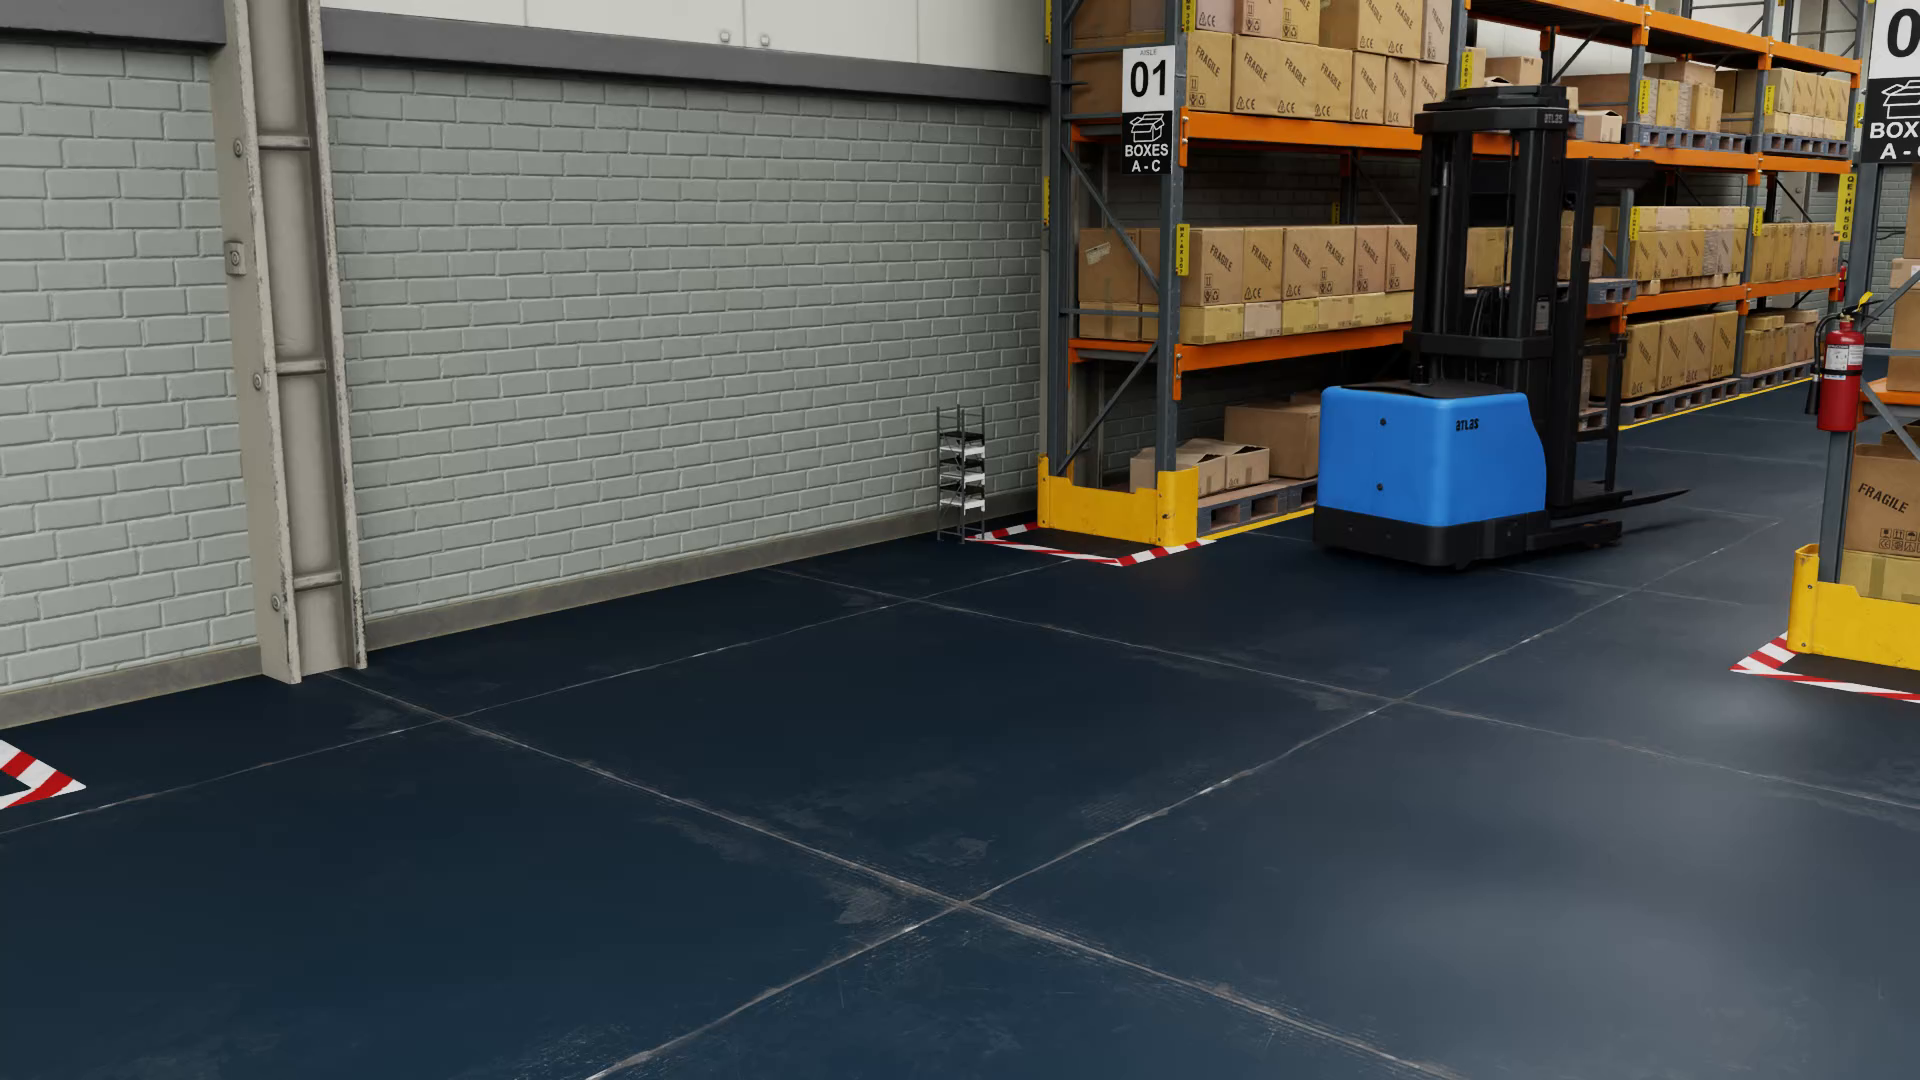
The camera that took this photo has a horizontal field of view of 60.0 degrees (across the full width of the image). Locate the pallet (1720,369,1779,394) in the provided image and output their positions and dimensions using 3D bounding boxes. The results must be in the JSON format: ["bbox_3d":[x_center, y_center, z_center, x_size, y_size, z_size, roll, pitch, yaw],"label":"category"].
[{"bbox_3d":[9.500,-2.009,20.733,1.003,0.211,1.213,10,15,40],"label":"pallet"}]

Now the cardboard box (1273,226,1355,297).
[{"bbox_3d":[2.570,-2.069,12.329,0.500,0.500,0.500,10,15,42],"label":"cardboard box"}]

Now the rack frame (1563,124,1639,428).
[{"bbox_3d":[6.299,-2.687,17.004,1.000,3.000,0.127,10,15,40],"label":"rack frame"}]

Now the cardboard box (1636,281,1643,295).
[{"bbox_3d":[6.863,-2.628,17.299,0.380,0.149,0.250,10,15,41],"label":"cardboard box"}]

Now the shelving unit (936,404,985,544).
[{"bbox_3d":[0.005,-0.442,11.129,0.258,0.900,0.210,10,15,40],"label":"shelving unit"}]

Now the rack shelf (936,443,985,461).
[{"bbox_3d":[0.005,-0.586,11.100,0.258,0.077,0.200,10,15,40],"label":"rack shelf"}]

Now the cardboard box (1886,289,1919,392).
[{"bbox_3d":[5.059,-0.986,8.233,0.700,0.500,0.500,10,15,40],"label":"cardboard box"}]

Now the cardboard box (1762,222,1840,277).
[{"bbox_3d":[11.251,-3.934,22.485,0.980,0.700,0.700,11,16,43],"label":"cardboard box"}]

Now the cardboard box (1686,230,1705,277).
[{"bbox_3d":[7.831,-3.156,18.288,0.500,0.500,0.500,10,15,42],"label":"cardboard box"}]

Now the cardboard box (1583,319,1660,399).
[{"bbox_3d":[6.883,-1.930,17.630,0.750,0.750,0.750,10,15,40],"label":"cardboard box"}]

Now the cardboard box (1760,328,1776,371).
[{"bbox_3d":[9.844,-2.425,21.006,0.700,0.500,0.500,10,15,40],"label":"cardboard box"}]

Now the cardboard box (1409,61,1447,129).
[{"bbox_3d":[3.509,-3.521,13.218,0.500,0.500,0.500,10,15,42],"label":"cardboard box"}]

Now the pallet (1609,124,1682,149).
[{"bbox_3d":[6.684,-4.166,17.237,1.213,0.211,1.003,11,16,43],"label":"pallet"}]

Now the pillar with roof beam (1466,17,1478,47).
[{"bbox_3d":[8.025,-4.992,13.232,9.100,9.000,0.400,10,15,40],"label":"pillar with roof beam"}]

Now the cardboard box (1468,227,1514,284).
[{"bbox_3d":[4.805,-2.616,15.269,0.500,0.500,0.700,-10,15,-40],"label":"cardboard box"}]

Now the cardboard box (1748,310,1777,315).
[{"bbox_3d":[10.626,-2.979,22.120,0.380,0.149,0.250,10,15,41],"label":"cardboard box"}]

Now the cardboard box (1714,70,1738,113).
[{"bbox_3d":[9.225,-5.428,20.212,0.500,0.500,0.500,10,15,40],"label":"cardboard box"}]

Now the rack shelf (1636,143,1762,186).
[{"bbox_3d":[7.619,-4.099,18.254,1.077,0.370,4.000,10,15,40],"label":"rack shelf"}]

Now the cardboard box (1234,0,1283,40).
[{"bbox_3d":[1.824,-3.622,11.171,0.500,0.500,0.500,10,15,40],"label":"cardboard box"}]

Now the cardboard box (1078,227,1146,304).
[{"bbox_3d":[1.169,-1.910,11.535,0.500,0.500,0.500,10,15,40],"label":"cardboard box"}]

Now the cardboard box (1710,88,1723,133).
[{"bbox_3d":[8.276,-4.896,19.026,0.700,0.500,0.500,9,14,37],"label":"cardboard box"}]

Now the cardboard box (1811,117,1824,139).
[{"bbox_3d":[10.613,-5.220,21.085,0.500,0.250,0.500,9,15,39],"label":"cardboard box"}]

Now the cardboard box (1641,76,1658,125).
[{"bbox_3d":[6.886,-4.586,17.476,0.700,0.500,0.500,9,14,37],"label":"cardboard box"}]

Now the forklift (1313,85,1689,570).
[{"bbox_3d":[3.787,-1.456,11.018,3.031,2.935,1.130,-8,14,-35],"label":"forklift"}]

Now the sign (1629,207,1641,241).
[{"bbox_3d":[6.713,-3.147,16.554,0.100,0.325,0.005,10,15,40],"label":"sign"}]

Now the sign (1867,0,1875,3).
[{"bbox_3d":[11.978,-7.230,21.848,0.100,0.325,0.005,10,15,40],"label":"sign"}]

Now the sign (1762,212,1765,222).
[{"bbox_3d":[11.167,-4.400,23.168,0.100,0.325,0.005,10,15,40],"label":"sign"}]

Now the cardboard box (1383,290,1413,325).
[{"bbox_3d":[3.238,-1.853,13.163,0.500,0.250,0.500,10,15,41],"label":"cardboard box"}]

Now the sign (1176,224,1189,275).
[{"bbox_3d":[1.426,-1.864,10.675,0.100,0.325,0.005,10,15,40],"label":"sign"}]

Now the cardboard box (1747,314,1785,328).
[{"bbox_3d":[10.217,-2.774,21.094,0.380,0.149,0.250,9,15,39],"label":"cardboard box"}]

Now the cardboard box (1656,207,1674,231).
[{"bbox_3d":[7.146,-3.372,17.453,0.500,0.250,0.500,9,15,40],"label":"cardboard box"}]

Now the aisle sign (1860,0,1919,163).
[{"bbox_3d":[4.477,-2.173,7.794,0.394,0.787,0.004,10,15,40],"label":"aisle sign"}]

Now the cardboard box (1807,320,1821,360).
[{"bbox_3d":[11.193,-2.728,22.520,0.700,0.500,0.500,10,15,40],"label":"cardboard box"}]

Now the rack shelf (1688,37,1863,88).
[{"bbox_3d":[10.259,-5.962,20.945,1.077,0.370,4.000,10,15,40],"label":"rack shelf"}]

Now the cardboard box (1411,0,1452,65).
[{"bbox_3d":[3.531,-4.009,13.109,0.500,0.500,0.500,8,14,36],"label":"cardboard box"}]

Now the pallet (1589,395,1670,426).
[{"bbox_3d":[6.876,-1.425,17.809,1.003,0.211,1.213,10,15,40],"label":"pallet"}]

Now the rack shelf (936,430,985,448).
[{"bbox_3d":[0.005,-0.675,11.082,0.258,0.077,0.200,10,15,40],"label":"rack shelf"}]

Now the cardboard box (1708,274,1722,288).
[{"bbox_3d":[8.445,-2.956,18.945,0.380,0.149,0.250,10,15,40],"label":"cardboard box"}]

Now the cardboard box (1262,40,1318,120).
[{"bbox_3d":[2.148,-3.208,11.647,0.500,0.500,0.500,11,16,43],"label":"cardboard box"}]

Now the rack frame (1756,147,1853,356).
[{"bbox_3d":[11.580,-3.864,22.897,1.000,3.000,0.127,10,15,40],"label":"rack frame"}]

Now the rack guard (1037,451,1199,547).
[{"bbox_3d":[1.068,-0.295,11.412,1.175,0.500,0.348,10,15,40],"label":"rack guard"}]

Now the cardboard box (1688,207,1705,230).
[{"bbox_3d":[7.806,-3.522,18.204,0.500,0.250,0.500,9,15,39],"label":"cardboard box"}]

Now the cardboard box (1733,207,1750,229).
[{"bbox_3d":[8.823,-3.746,19.326,0.500,0.250,0.500,10,15,42],"label":"cardboard box"}]

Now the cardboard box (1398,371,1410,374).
[{"bbox_3d":[4.435,-1.281,15.225,0.700,0.500,0.500,9,15,39],"label":"cardboard box"}]

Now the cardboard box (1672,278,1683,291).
[{"bbox_3d":[7.694,-2.819,18.256,0.380,0.149,0.250,10,15,41],"label":"cardboard box"}]

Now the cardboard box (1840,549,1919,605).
[{"bbox_3d":[4.873,0.156,8.721,0.500,0.250,0.500,10,15,40],"label":"cardboard box"}]

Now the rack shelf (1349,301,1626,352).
[{"bbox_3d":[4.979,-2.040,15.601,1.077,0.370,4.000,10,15,40],"label":"rack shelf"}]

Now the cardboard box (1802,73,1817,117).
[{"bbox_3d":[10.277,-5.514,20.640,0.500,0.500,0.500,10,15,41],"label":"cardboard box"}]

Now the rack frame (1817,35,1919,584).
[{"bbox_3d":[4.741,-0.870,7.907,1.000,3.000,0.127,10,15,40],"label":"rack frame"}]

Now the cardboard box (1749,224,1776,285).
[{"bbox_3d":[9.310,-3.500,20.310,0.980,0.700,0.700,10,15,41],"label":"cardboard box"}]

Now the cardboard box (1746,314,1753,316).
[{"bbox_3d":[9.952,-2.828,21.366,0.380,0.149,0.250,10,15,41],"label":"cardboard box"}]

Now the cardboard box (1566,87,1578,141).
[{"bbox_3d":[5.373,-4.039,15.803,0.637,0.503,0.797,-10,15,-40],"label":"cardboard box"}]

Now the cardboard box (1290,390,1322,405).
[{"bbox_3d":[3.003,-0.930,13.469,0.500,0.500,0.500,8,14,36],"label":"cardboard box"}]

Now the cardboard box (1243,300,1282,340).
[{"bbox_3d":[1.911,-1.555,11.669,0.500,0.250,0.500,9,15,39],"label":"cardboard box"}]

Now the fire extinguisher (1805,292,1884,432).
[{"bbox_3d":[4.314,-0.874,8.128,0.296,0.674,0.183,10,15,40],"label":"fire extinguisher"}]

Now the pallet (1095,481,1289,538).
[{"bbox_3d":[1.631,-0.268,12.015,1.003,0.211,1.213,10,15,40],"label":"pallet"}]

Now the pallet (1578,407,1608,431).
[{"bbox_3d":[5.782,-1.204,16.702,1.003,0.211,1.213,10,15,40],"label":"pallet"}]
